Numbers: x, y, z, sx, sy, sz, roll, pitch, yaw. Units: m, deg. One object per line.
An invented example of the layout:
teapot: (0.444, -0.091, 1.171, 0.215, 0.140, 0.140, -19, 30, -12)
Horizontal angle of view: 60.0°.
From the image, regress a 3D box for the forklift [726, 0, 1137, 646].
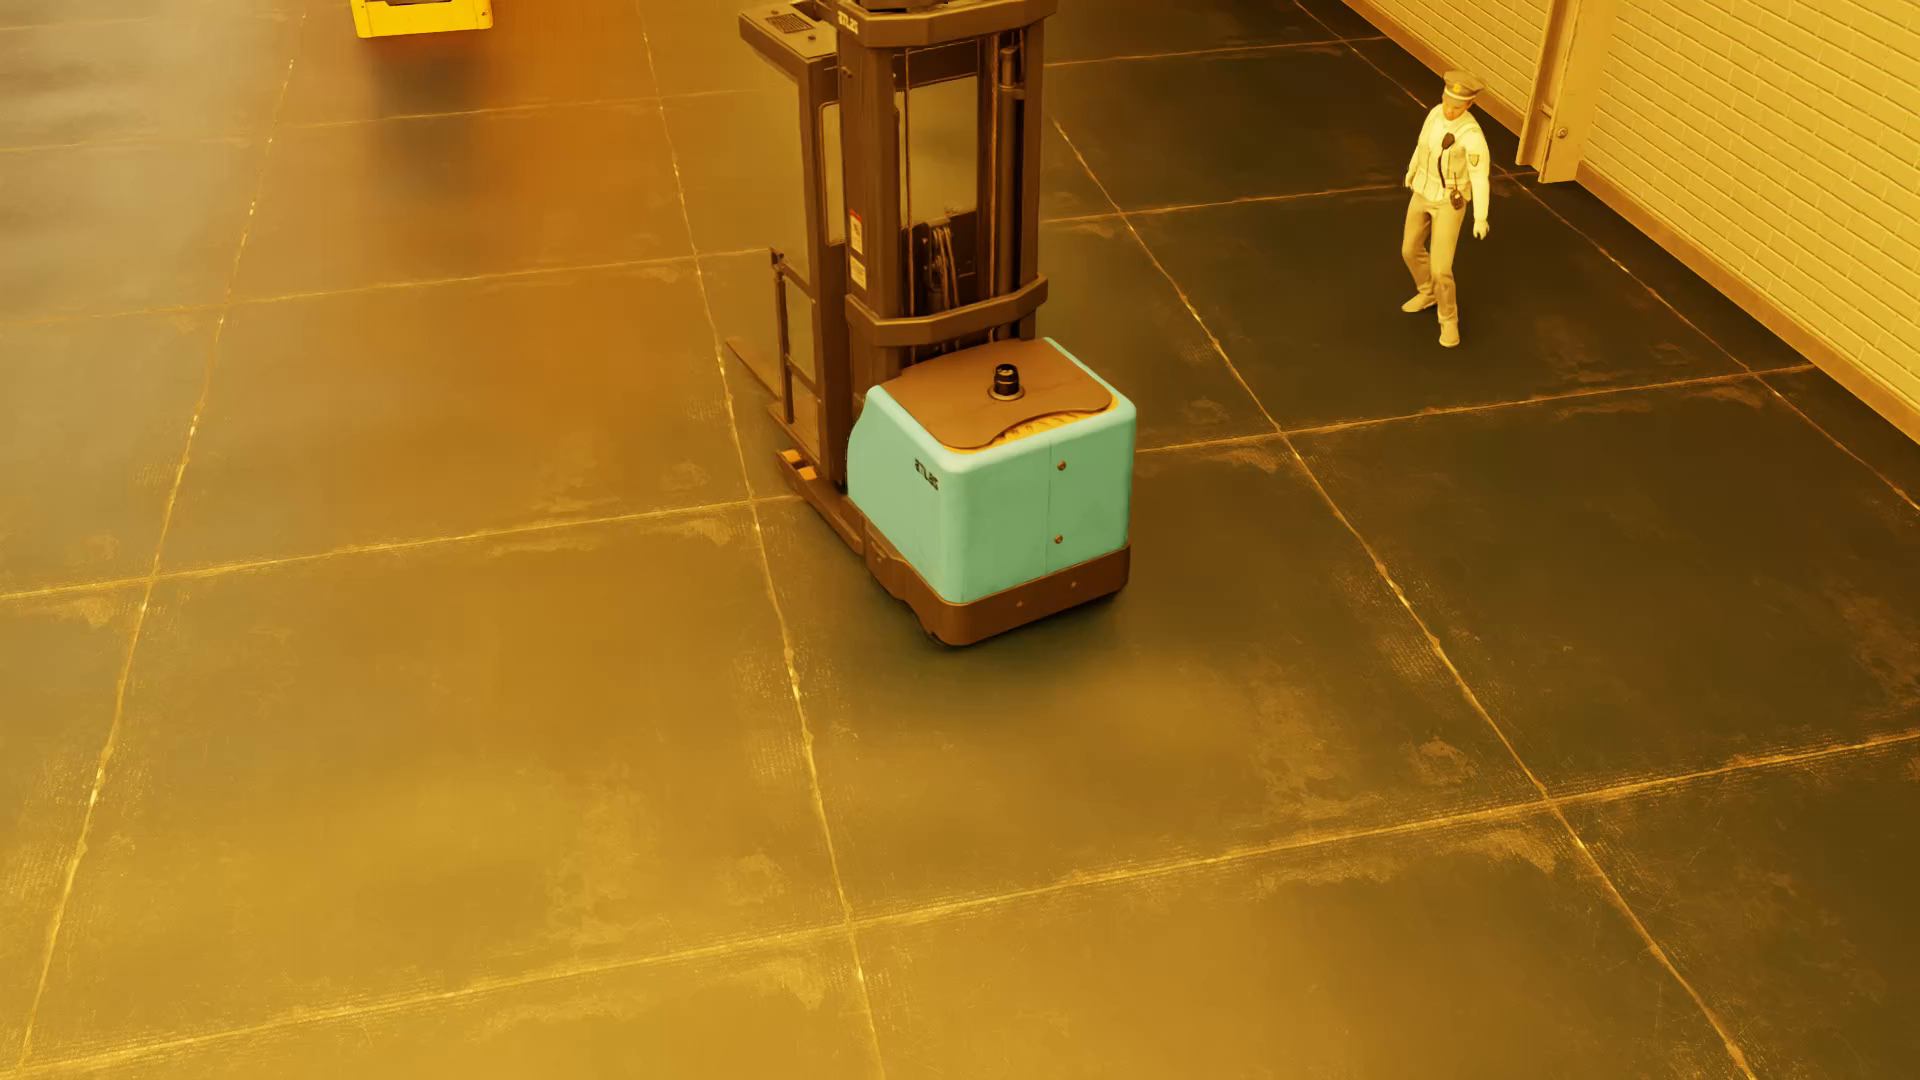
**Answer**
forklift: (-0.344, -1.535, 8.183, 1.130, 2.935, 3.031, -19, 40, -24)

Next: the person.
person: (2.927, -2.049, 10.056, 0.423, 1.643, 0.810, -14, 38, -18)
